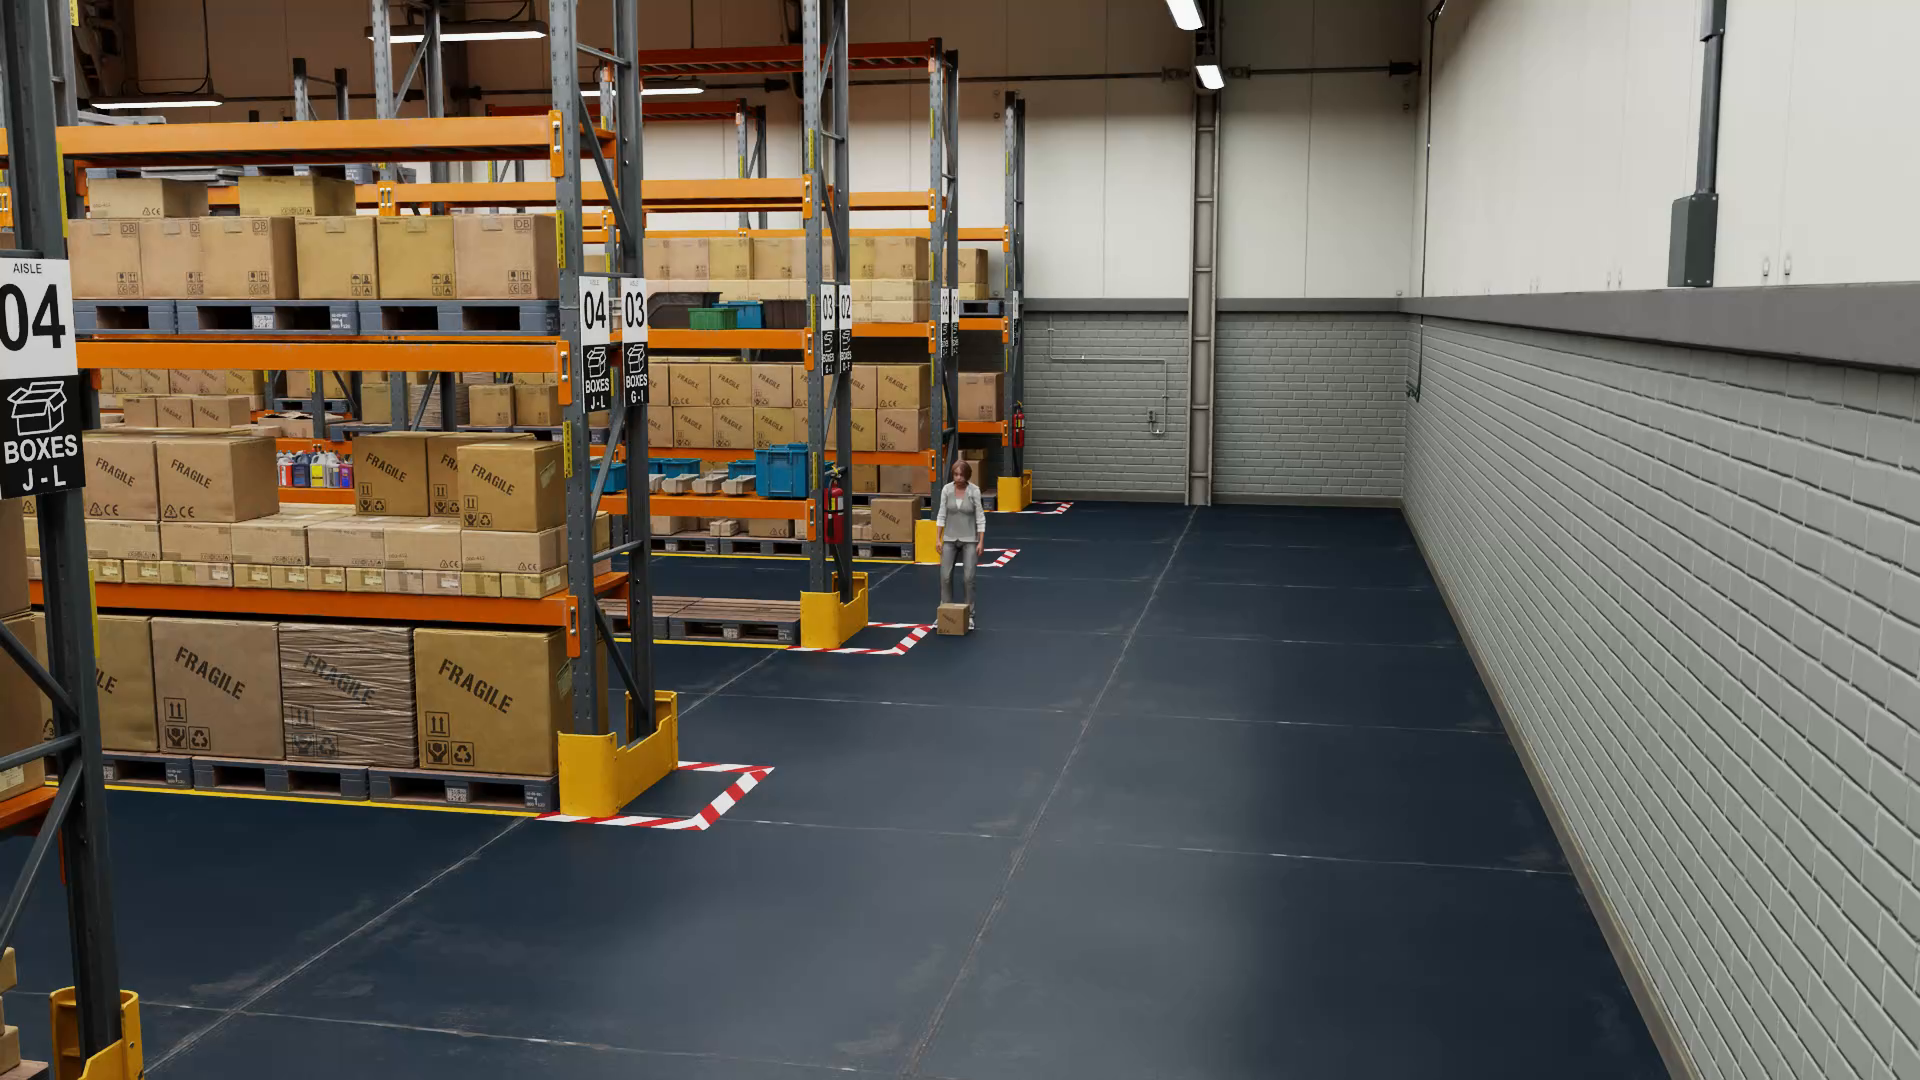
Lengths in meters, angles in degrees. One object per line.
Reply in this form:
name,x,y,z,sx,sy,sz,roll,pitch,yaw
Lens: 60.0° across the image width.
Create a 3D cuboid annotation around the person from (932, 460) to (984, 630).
person,-0.006,0.039,15.586,0.479,1.594,0.311,2,8,12
